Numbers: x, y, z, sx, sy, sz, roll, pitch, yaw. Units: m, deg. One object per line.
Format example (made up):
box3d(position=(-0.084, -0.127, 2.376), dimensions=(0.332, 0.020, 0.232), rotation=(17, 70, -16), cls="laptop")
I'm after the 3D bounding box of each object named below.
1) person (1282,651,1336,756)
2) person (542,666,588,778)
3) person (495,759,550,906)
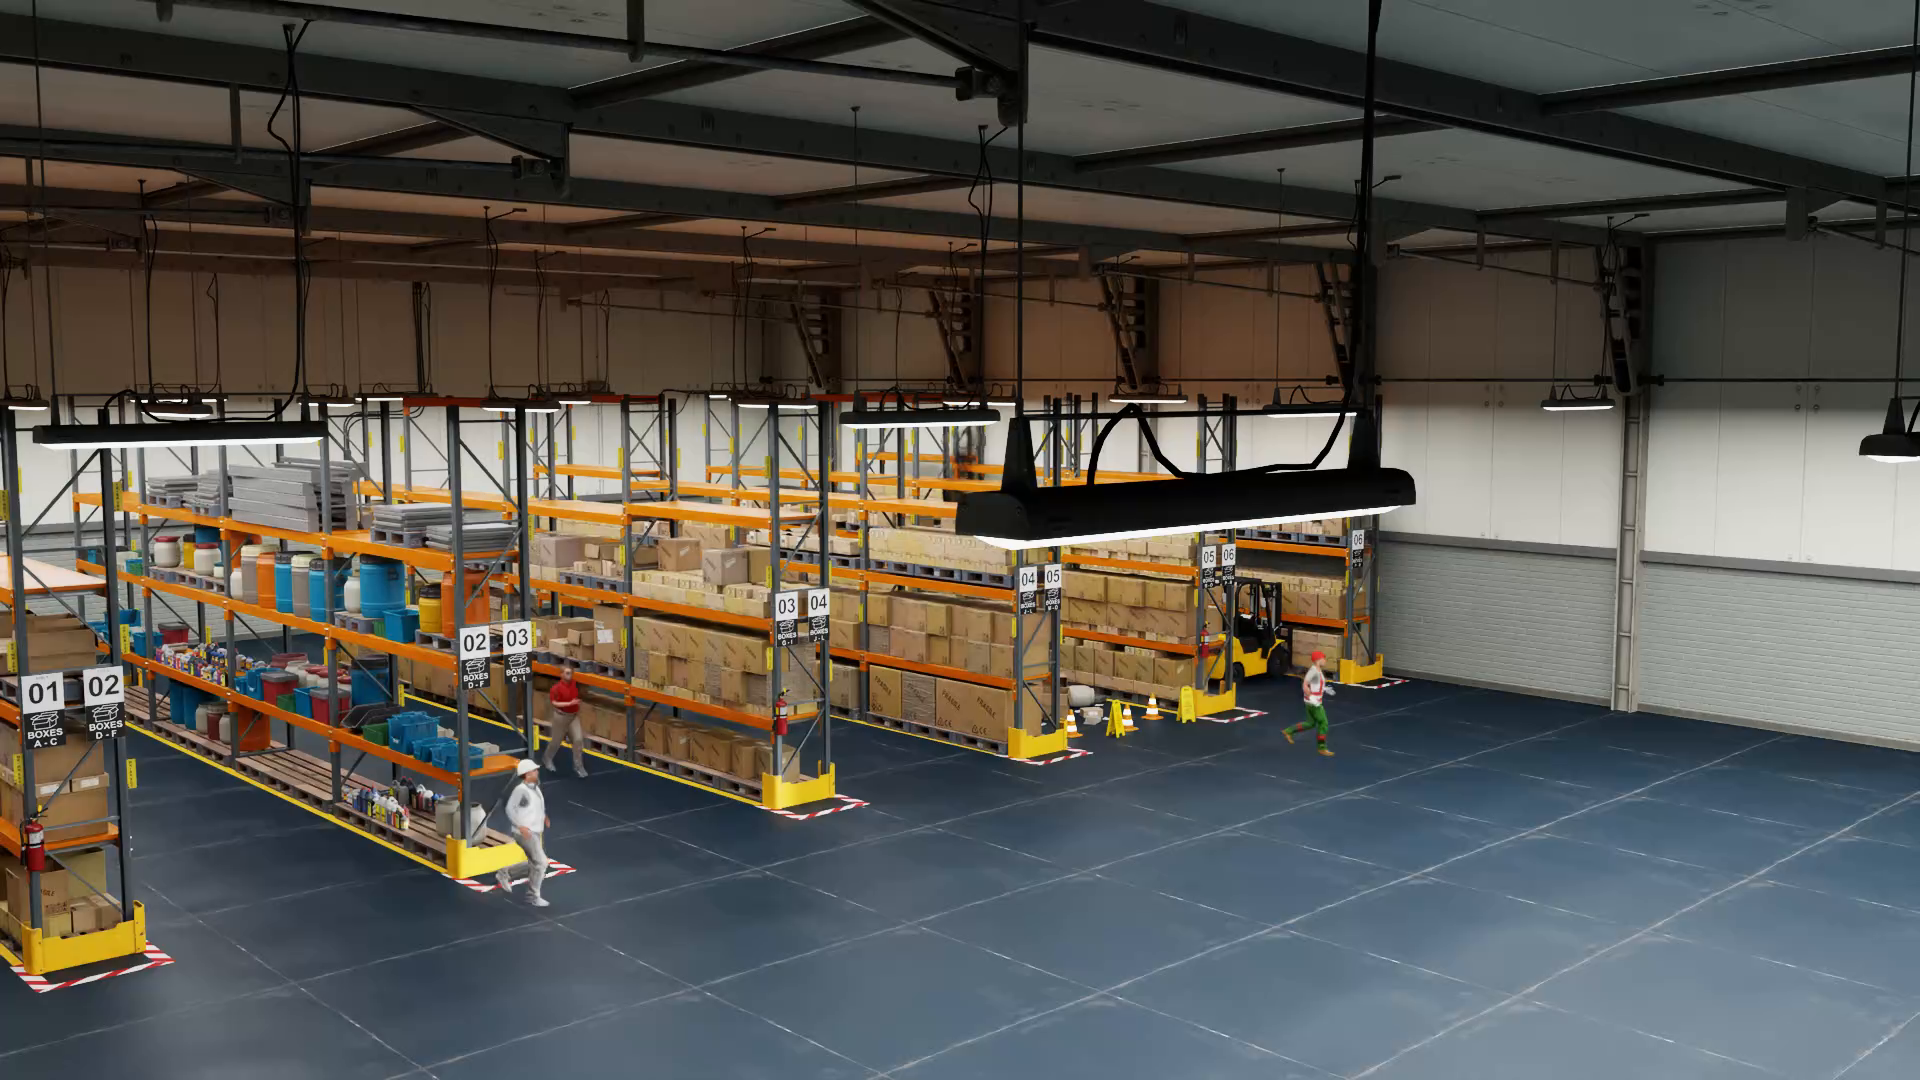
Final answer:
box3d(position=(5.898, 2.746, 28.109), dimensions=(0.900, 1.775, 0.631), rotation=(1, 6, 15), cls="person")
box3d(position=(-6.330, 2.889, 26.598), dimensions=(0.915, 1.768, 0.641), rotation=(4, 7, 37), cls="person")
box3d(position=(-5.296, 3.546, 20.211), dimensions=(0.722, 1.752, 0.700), rotation=(1, 6, 6), cls="person")
